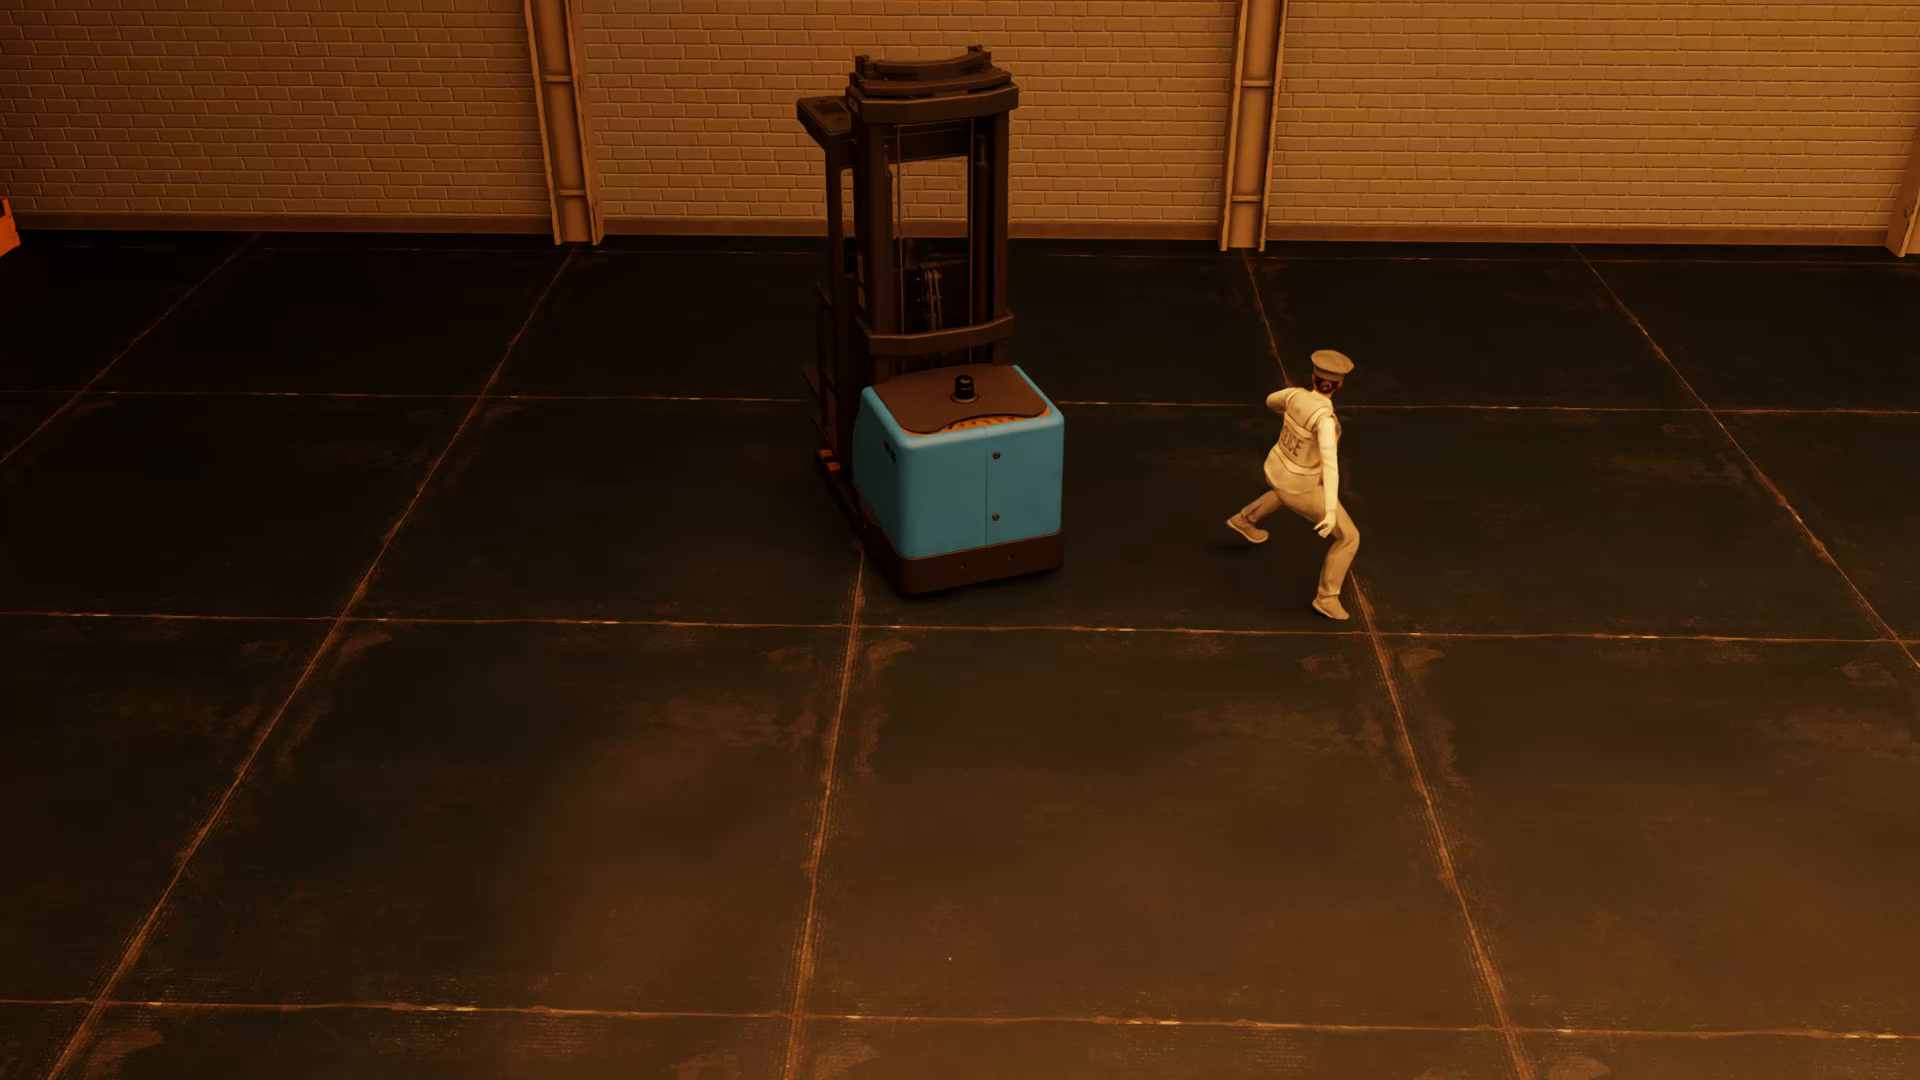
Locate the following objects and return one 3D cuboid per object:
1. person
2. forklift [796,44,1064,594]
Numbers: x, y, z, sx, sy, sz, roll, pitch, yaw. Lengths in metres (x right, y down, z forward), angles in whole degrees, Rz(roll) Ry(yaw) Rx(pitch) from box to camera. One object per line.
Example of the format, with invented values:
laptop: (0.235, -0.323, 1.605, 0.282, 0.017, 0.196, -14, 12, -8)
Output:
person: (2.018, -0.330, 9.648, 0.469, 1.573, 1.103, -7, 31, -12)
forklift: (-0.346, -1.680, 10.463, 1.130, 2.935, 3.031, -10, 32, -17)
